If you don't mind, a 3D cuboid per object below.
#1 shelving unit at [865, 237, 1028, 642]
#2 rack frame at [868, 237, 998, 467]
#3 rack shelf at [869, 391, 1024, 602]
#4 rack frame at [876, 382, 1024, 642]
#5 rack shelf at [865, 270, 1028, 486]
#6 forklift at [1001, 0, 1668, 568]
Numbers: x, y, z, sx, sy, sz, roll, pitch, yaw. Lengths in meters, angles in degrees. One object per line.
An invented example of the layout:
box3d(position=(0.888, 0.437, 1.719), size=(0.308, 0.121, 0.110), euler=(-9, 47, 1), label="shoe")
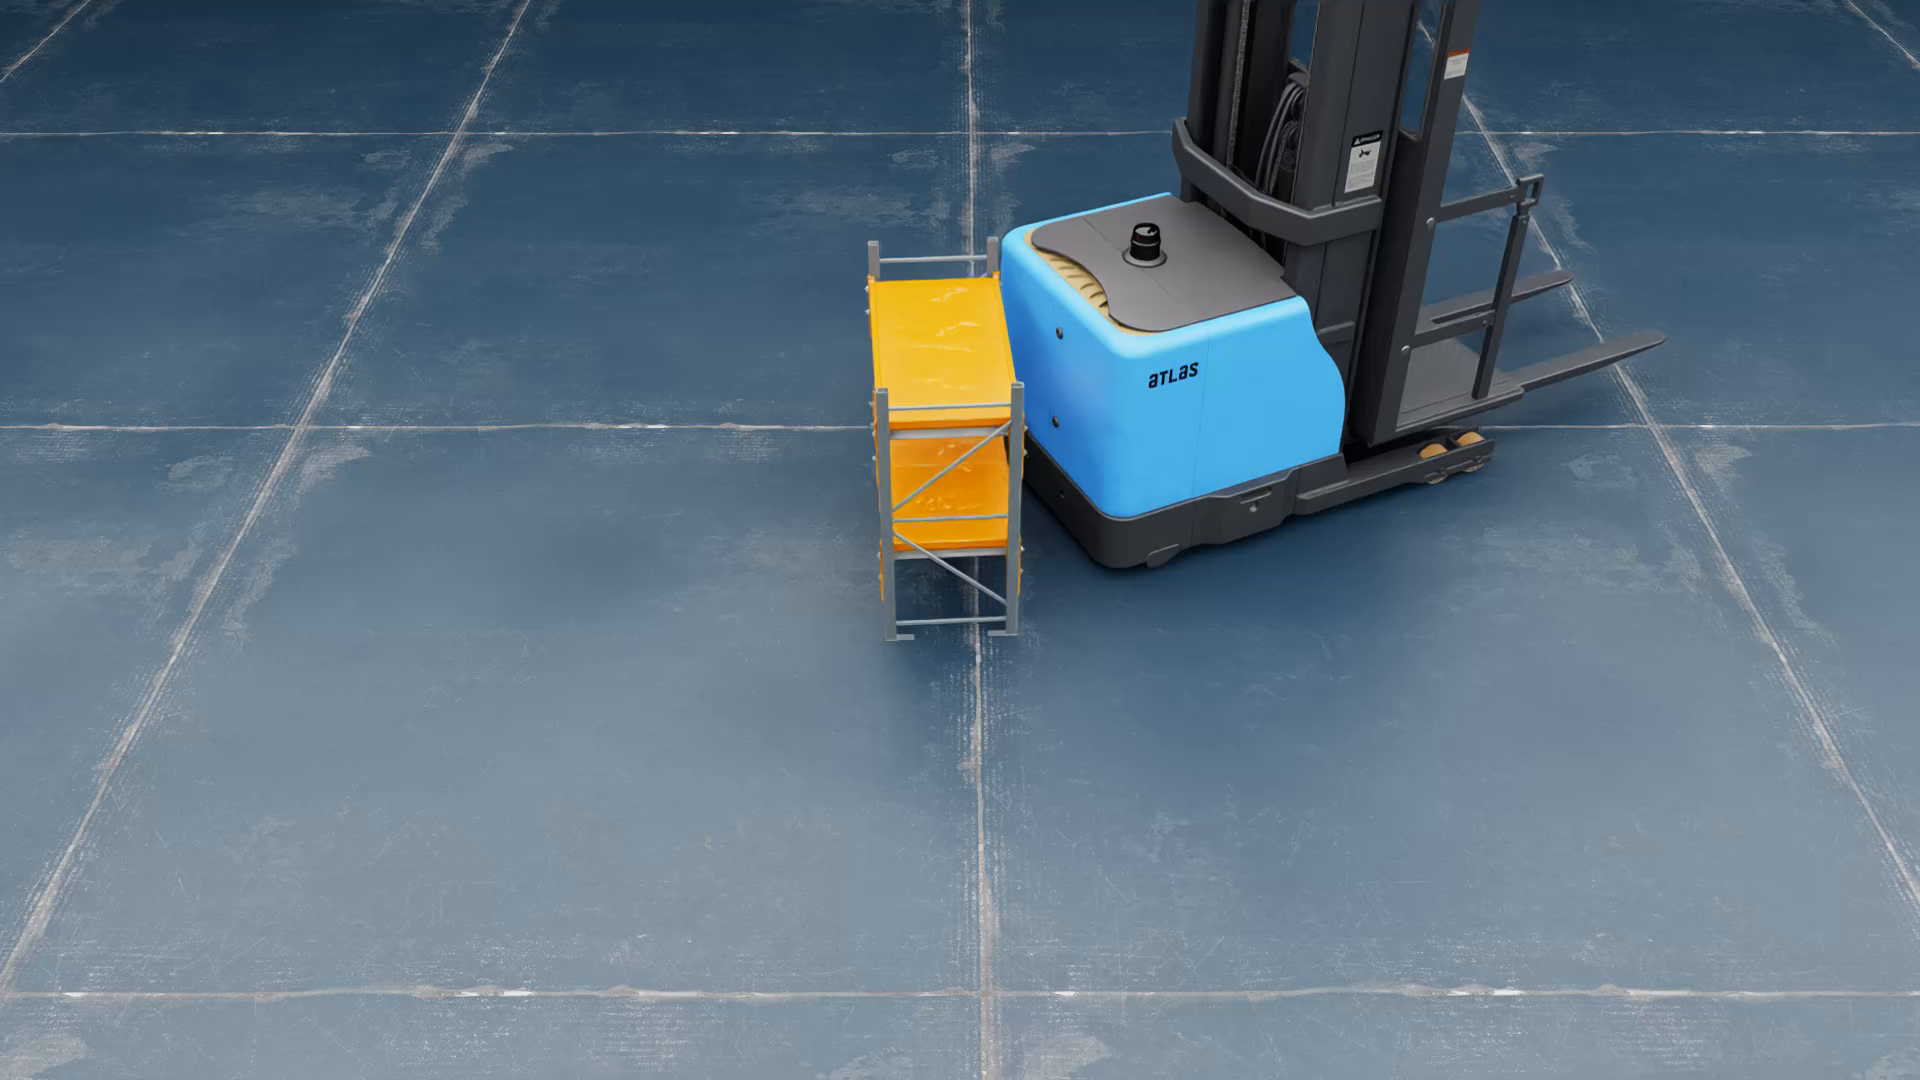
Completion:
box3d(position=(-0.069, -0.391, 6.339), size=(0.538, 1.125, 1.048), euler=(-2, 39, -3), label="shelving unit")
box3d(position=(-0.104, -0.708, 6.735), size=(0.500, 1.125, 0.032), euler=(-2, 39, -3), label="rack frame")
box3d(position=(-0.069, -0.200, 6.492), size=(0.538, 0.278, 1.000), euler=(-2, 39, -3), label="rack shelf")
box3d(position=(-0.034, -0.074, 5.943), size=(0.500, 1.125, 0.032), euler=(-2, 39, -3), label="rack frame")
box3d(position=(-0.069, -0.620, 6.156), size=(0.538, 0.278, 1.000), euler=(-2, 39, -3), label="rack shelf")
box3d(position=(1.706, -1.663, 6.481), size=(3.031, 2.935, 1.130), euler=(-17, 42, -20), label="forklift")
